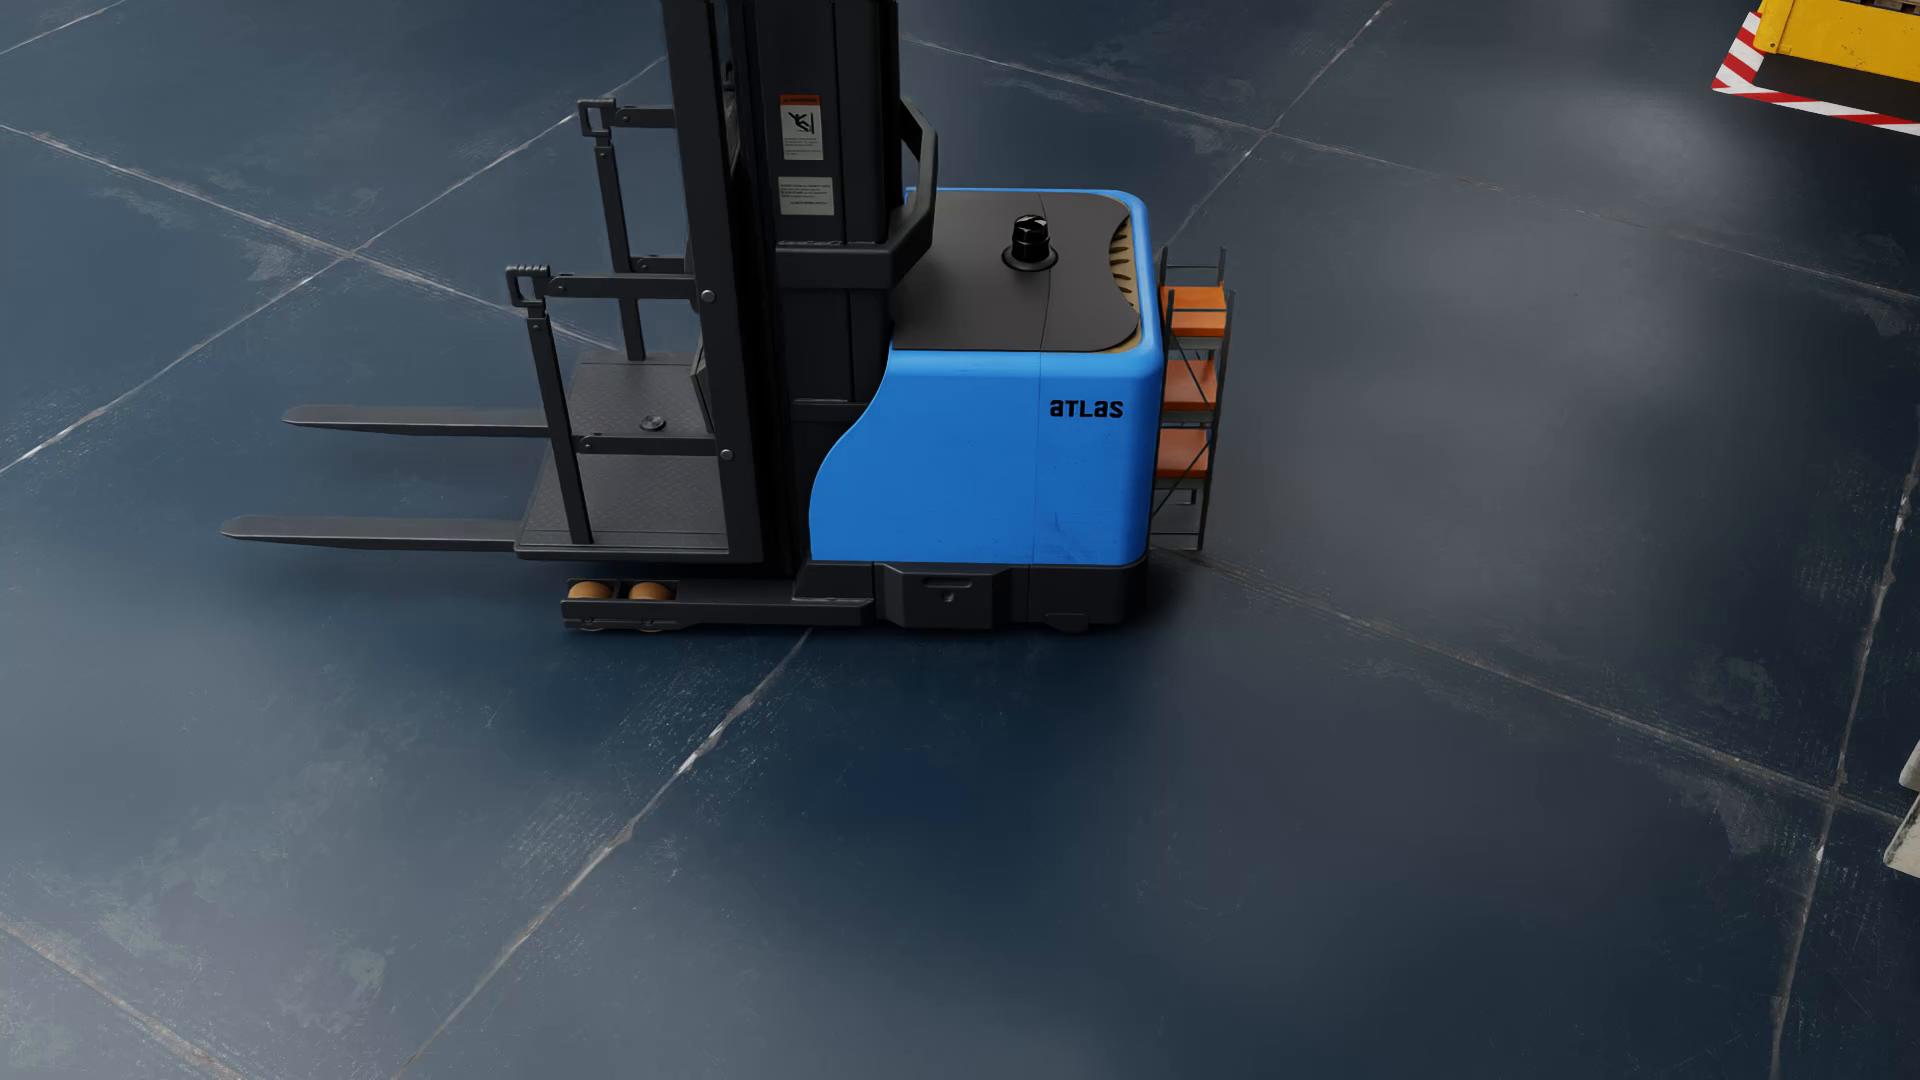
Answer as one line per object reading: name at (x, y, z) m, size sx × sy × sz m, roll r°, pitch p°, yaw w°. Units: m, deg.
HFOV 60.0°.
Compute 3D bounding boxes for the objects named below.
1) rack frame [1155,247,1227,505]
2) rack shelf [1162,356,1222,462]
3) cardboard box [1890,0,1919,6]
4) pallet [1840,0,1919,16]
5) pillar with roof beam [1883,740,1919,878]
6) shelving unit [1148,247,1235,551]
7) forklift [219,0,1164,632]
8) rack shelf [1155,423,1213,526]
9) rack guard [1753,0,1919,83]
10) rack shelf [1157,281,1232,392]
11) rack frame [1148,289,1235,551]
rack frame at (0.734, -0.521, 5.547) m, size 0.200 × 1.050 × 0.008 m, roll 0°, pitch 41°, yaw 1°
rack shelf at (0.732, -0.432, 5.463) m, size 0.215 × 0.259 × 0.240 m, roll 0°, pitch 41°, yaw 1°
cardboard box at (5.135, -2.946, 8.588) m, size 0.500 × 0.250 × 0.500 m, roll 21°, pitch 46°, yaw 22°
pallet at (5.066, -3.009, 9.007) m, size 1.003 × 0.211 × 1.213 m, roll 21°, pitch 45°, yaw 22°
pillar with roof beam at (-0.881, -3.946, 3.422) m, size 9.100 × 9.000 × 0.400 m, roll 21°, pitch 45°, yaw 22°
shelving unit at (0.732, -0.440, 5.456) m, size 0.215 × 1.050 × 0.252 m, roll 0°, pitch 41°, yaw 1°
forklift at (-0.903, -1.149, 4.837) m, size 3.031 × 2.935 × 1.130 m, roll 1°, pitch 41°, yaw 1°
rack shelf at (0.732, -0.224, 5.646) m, size 0.215 × 0.259 × 0.240 m, roll 0°, pitch 41°, yaw 1°
rack guard at (4.708, -2.652, 8.383) m, size 1.175 × 0.500 × 0.348 m, roll 21°, pitch 45°, yaw 22°
rack shelf at (0.732, -0.645, 5.275) m, size 0.215 × 0.259 × 0.240 m, roll 0°, pitch 41°, yaw 1°
rack frame at (0.731, -0.360, 5.364) m, size 0.200 × 1.050 × 0.008 m, roll 0°, pitch 41°, yaw 1°
